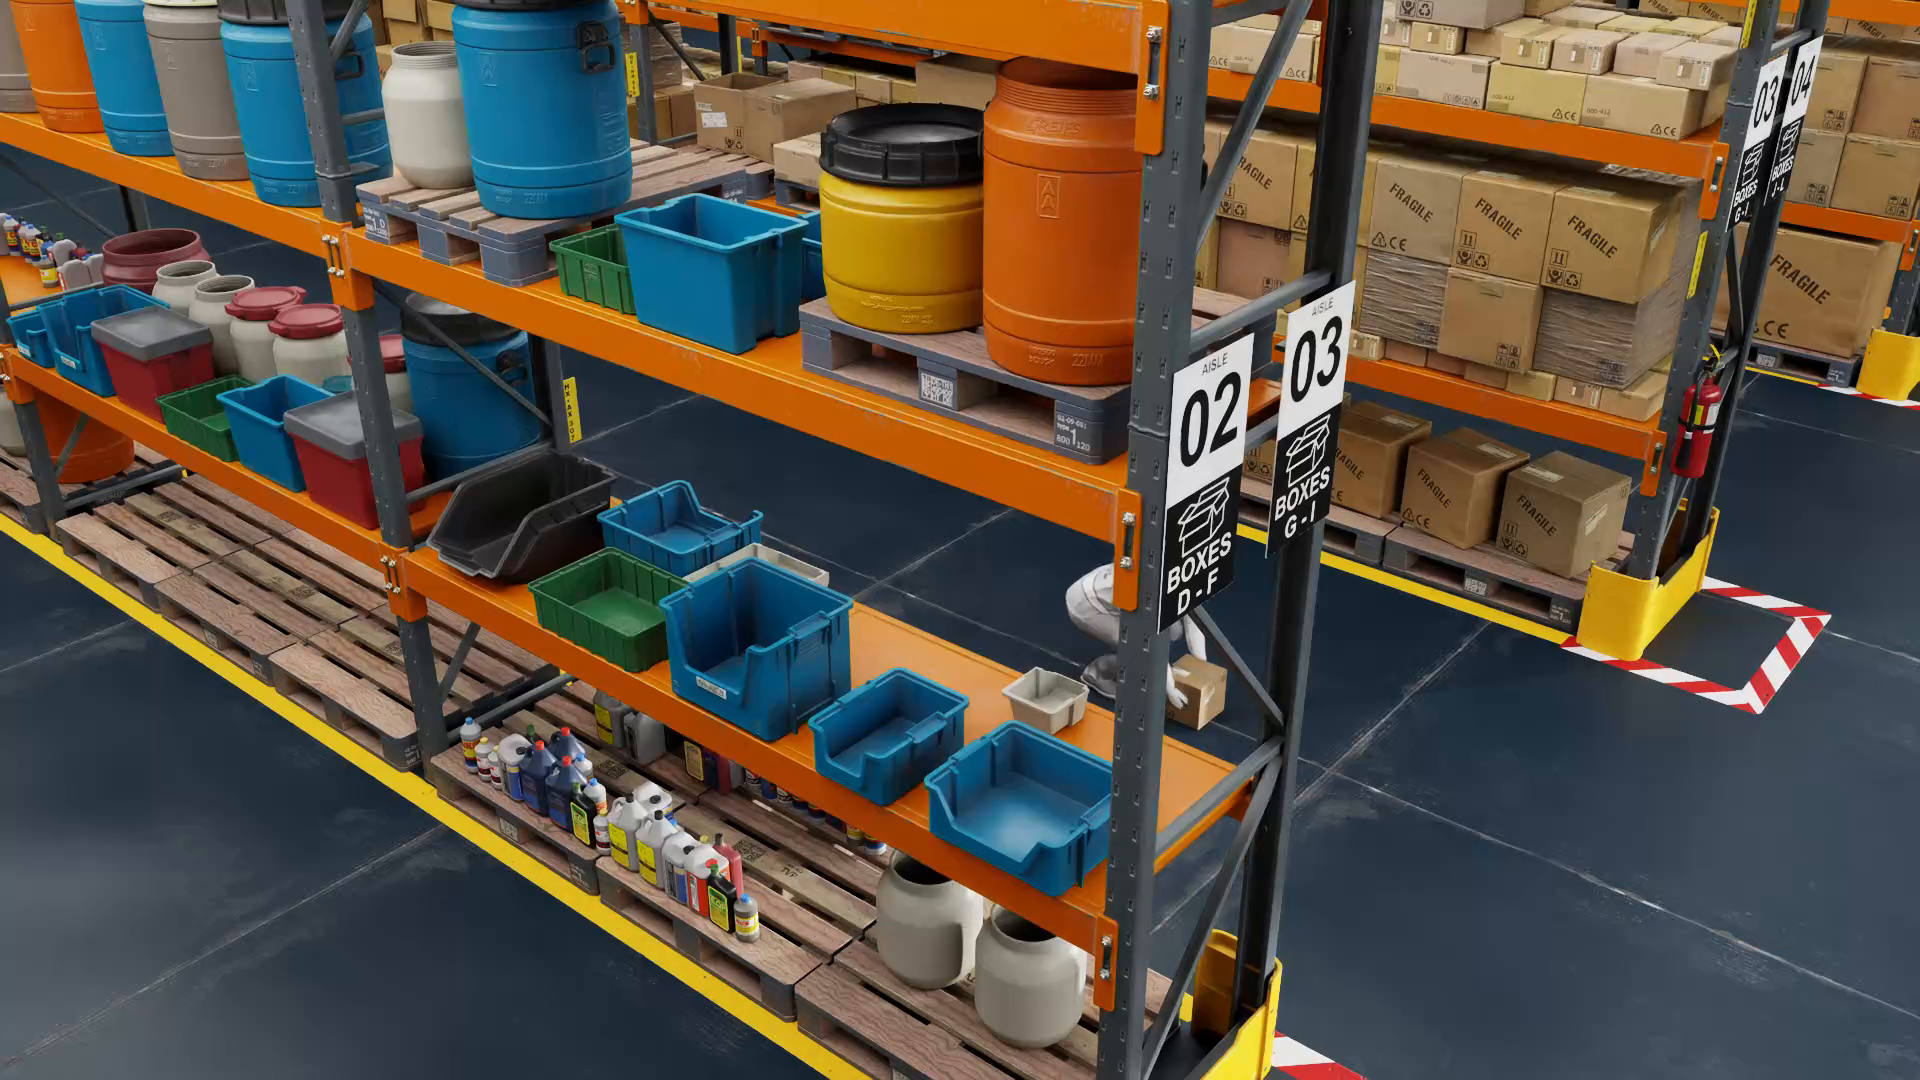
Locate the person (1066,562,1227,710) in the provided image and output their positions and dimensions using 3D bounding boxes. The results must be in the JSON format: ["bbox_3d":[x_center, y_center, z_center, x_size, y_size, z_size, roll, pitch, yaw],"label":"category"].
[{"bbox_3d":[0.970,0.400,8.688,0.856,0.899,0.486,21,34,34],"label":"person"}]
